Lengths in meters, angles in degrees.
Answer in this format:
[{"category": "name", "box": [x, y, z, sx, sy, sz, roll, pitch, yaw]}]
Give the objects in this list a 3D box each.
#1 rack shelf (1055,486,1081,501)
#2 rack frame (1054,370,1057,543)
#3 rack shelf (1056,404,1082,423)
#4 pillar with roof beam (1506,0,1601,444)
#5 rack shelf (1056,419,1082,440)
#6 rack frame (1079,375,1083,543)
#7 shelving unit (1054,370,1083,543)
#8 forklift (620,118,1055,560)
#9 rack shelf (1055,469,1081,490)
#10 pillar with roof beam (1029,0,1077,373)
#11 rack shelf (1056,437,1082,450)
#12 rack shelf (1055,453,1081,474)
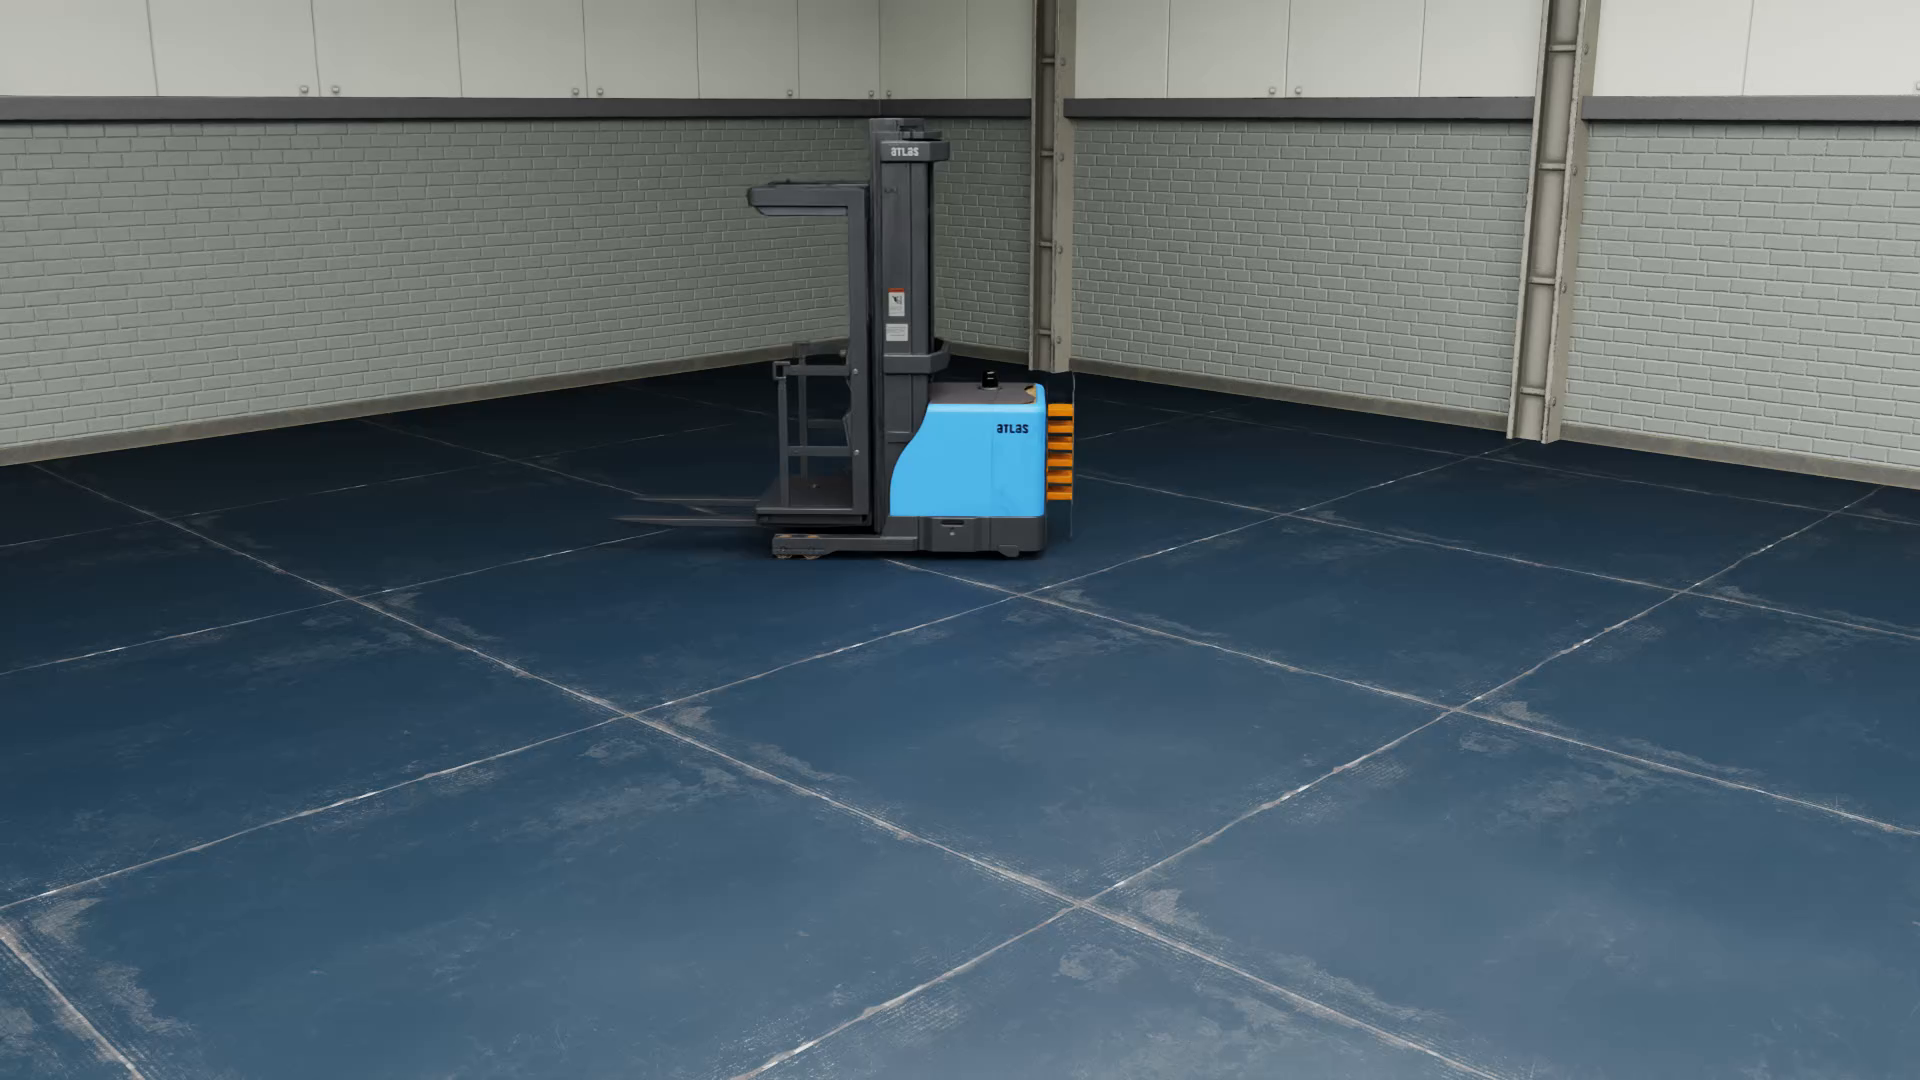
[{"category": "rack shelf", "box": [0.768, -0.317, 11.896, 0.180, 0.103, 0.258, 1, 15, 2]}, {"category": "rack frame", "box": [0.677, -0.593, 11.828, 0.006, 1.200, 0.240, 1, 15, 2]}, {"category": "rack shelf", "box": [0.768, -0.897, 11.745, 0.180, 0.103, 0.258, 1, 15, 2]}, {"category": "pillar with roof beam", "box": [2.386, -4.525, 11.453, 0.400, 9.000, 9.100, 14, 20, 42]}, {"category": "rack shelf", "box": [0.768, -0.781, 11.775, 0.180, 0.103, 0.258, 1, 15, 2]}, {"category": "rack frame", "box": [0.860, -0.591, 11.821, 0.006, 1.200, 0.240, 1, 15, 2]}, {"category": "shelving unit", "box": [0.768, -0.592, 11.825, 0.189, 1.200, 0.258, 1, 15, 2]}, {"category": "forklift", "box": [-0.848, -1.417, 11.556, 3.031, 2.935, 1.130, 1, 15, 2]}, {"category": "rack shelf", "box": [0.768, -0.433, 11.866, 0.180, 0.103, 0.258, 1, 15, 2]}, {"category": "pillar with roof beam", "box": [-1.933, -5.576, 15.483, 0.400, 9.000, 9.100, 14, 20, 42]}, {"category": "rack shelf", "box": [0.768, -0.665, 11.806, 0.180, 0.103, 0.258, 1, 15, 2]}, {"category": "rack shelf", "box": [0.768, -0.549, 11.836, 0.180, 0.103, 0.258, 1, 15, 2]}]
